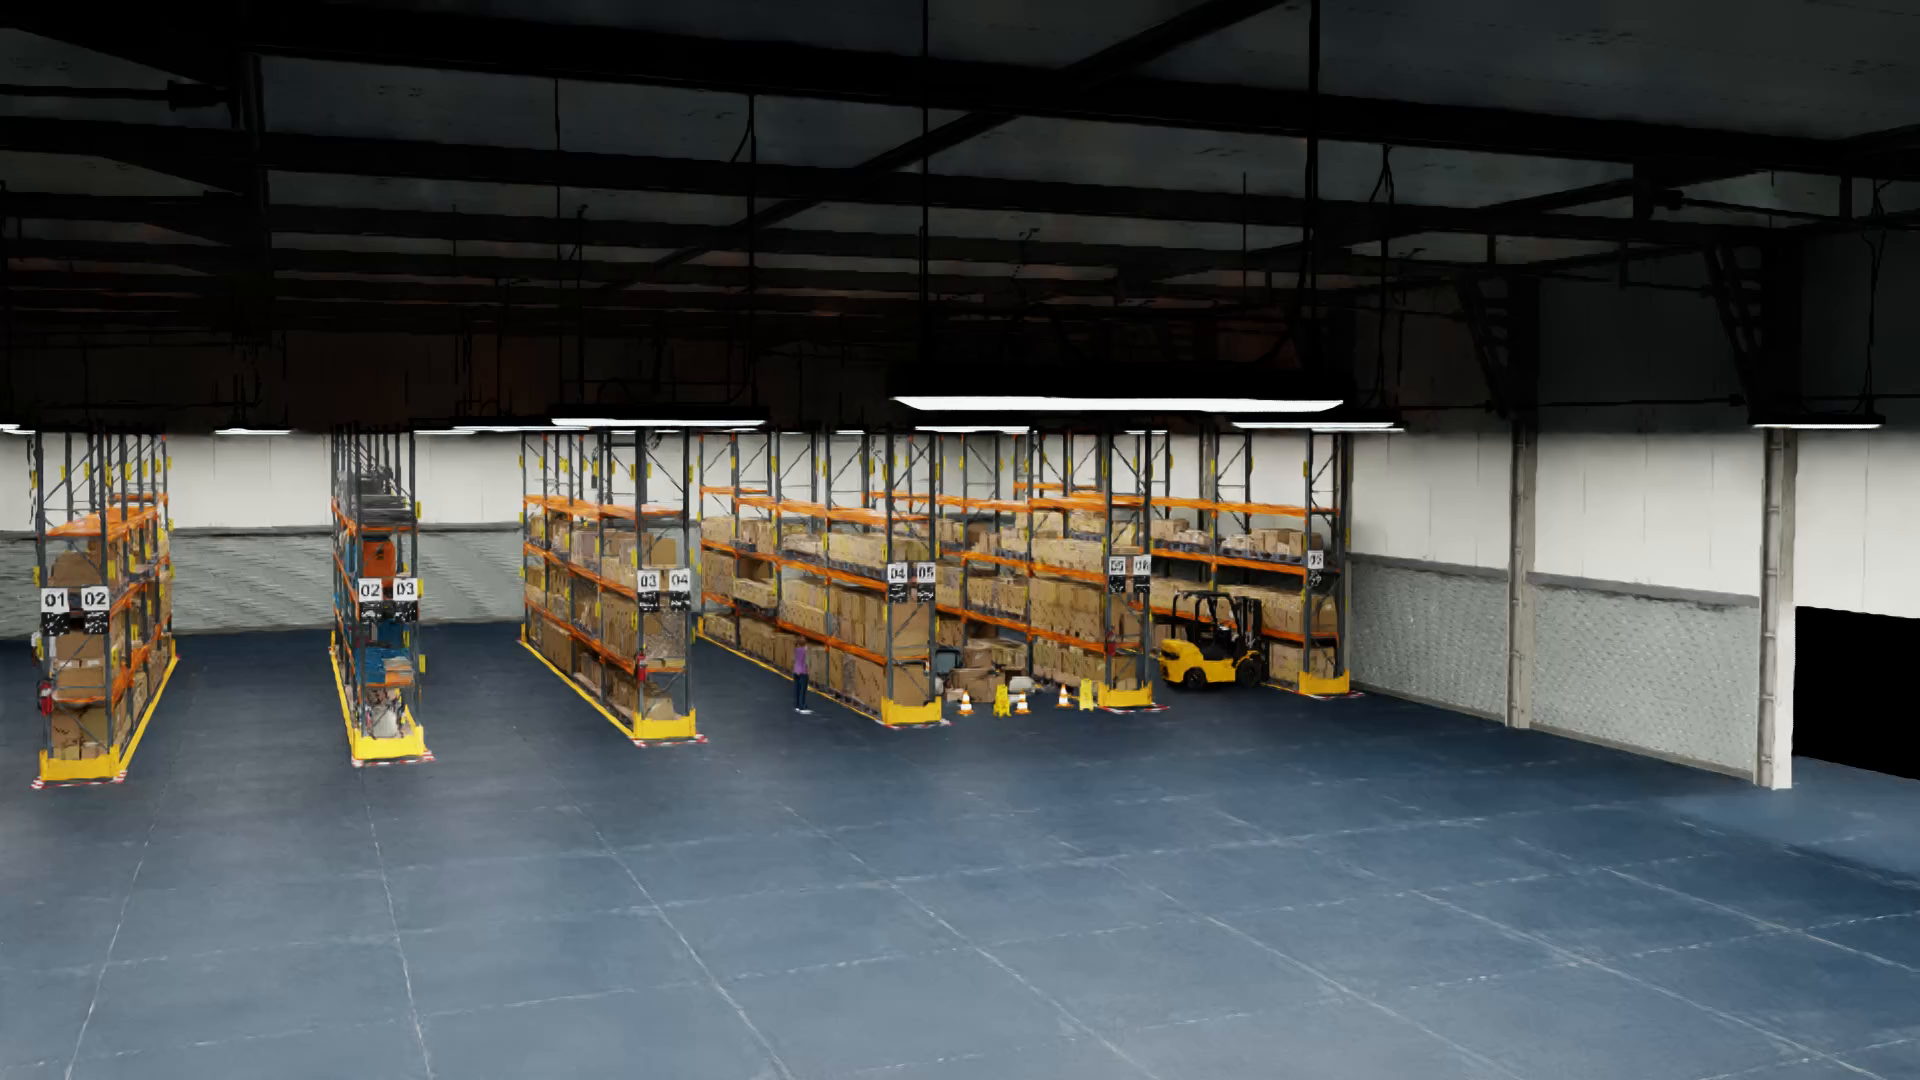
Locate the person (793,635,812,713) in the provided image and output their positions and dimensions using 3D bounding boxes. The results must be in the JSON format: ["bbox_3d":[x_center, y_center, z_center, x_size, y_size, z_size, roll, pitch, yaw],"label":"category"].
[{"bbox_3d":[-3.262,2.762,34.402,0.468,1.600,0.405,3,4,36],"label":"person"}]

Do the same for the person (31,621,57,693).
[{"bbox_3d":[-20.219,2.572,36.770,0.577,1.687,1.121,-1,4,-20],"label":"person"}]
